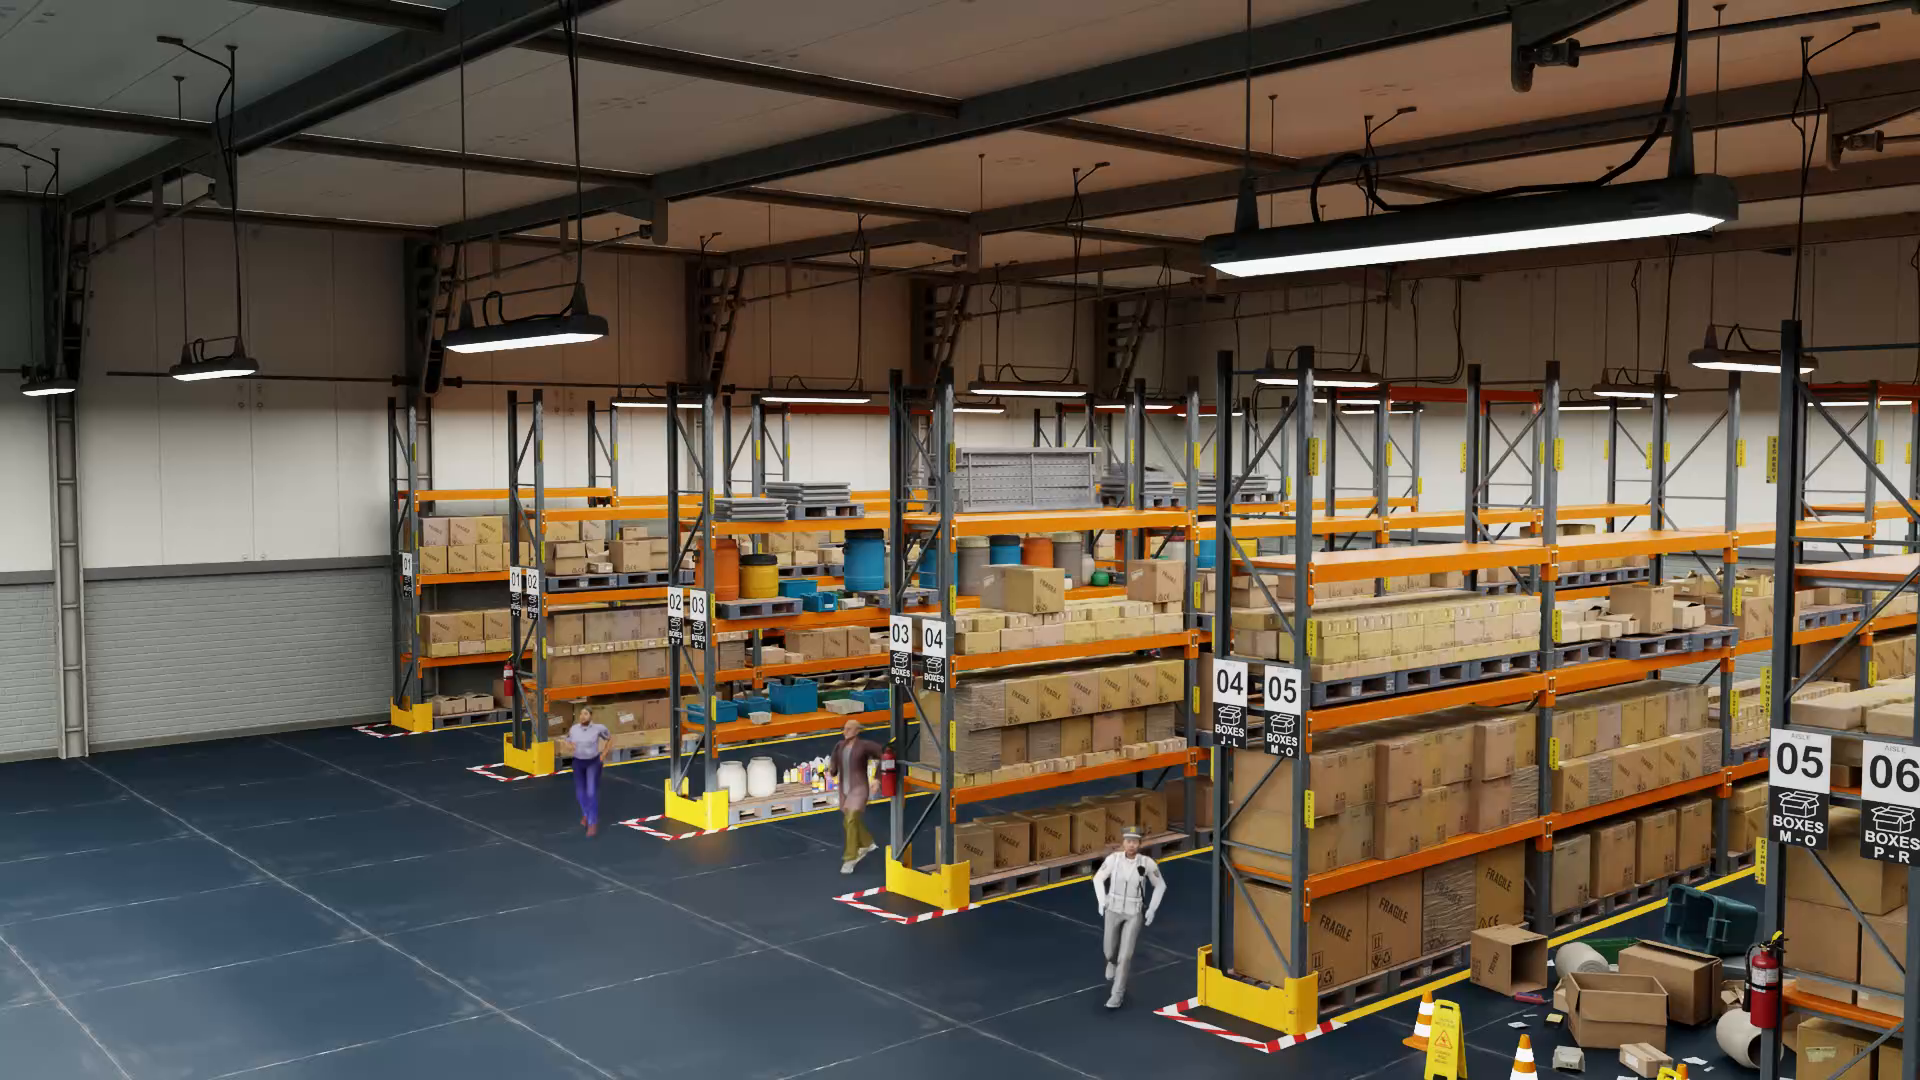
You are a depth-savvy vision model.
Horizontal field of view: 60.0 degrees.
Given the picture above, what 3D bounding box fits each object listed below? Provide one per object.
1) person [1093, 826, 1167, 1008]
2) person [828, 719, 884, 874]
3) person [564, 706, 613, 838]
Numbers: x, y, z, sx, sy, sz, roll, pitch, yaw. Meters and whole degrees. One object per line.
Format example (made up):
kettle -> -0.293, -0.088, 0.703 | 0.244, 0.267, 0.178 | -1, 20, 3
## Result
person -> 1.567, 3.440, 15.406 | 0.675, 1.653, 0.714 | 1, 3, 13
person -> -1.265, 3.106, 20.239 | 0.740, 1.866, 0.848 | 3, 4, 38
person -> -4.956, 3.058, 22.102 | 0.602, 1.721, 0.692 | 1, 3, 9
